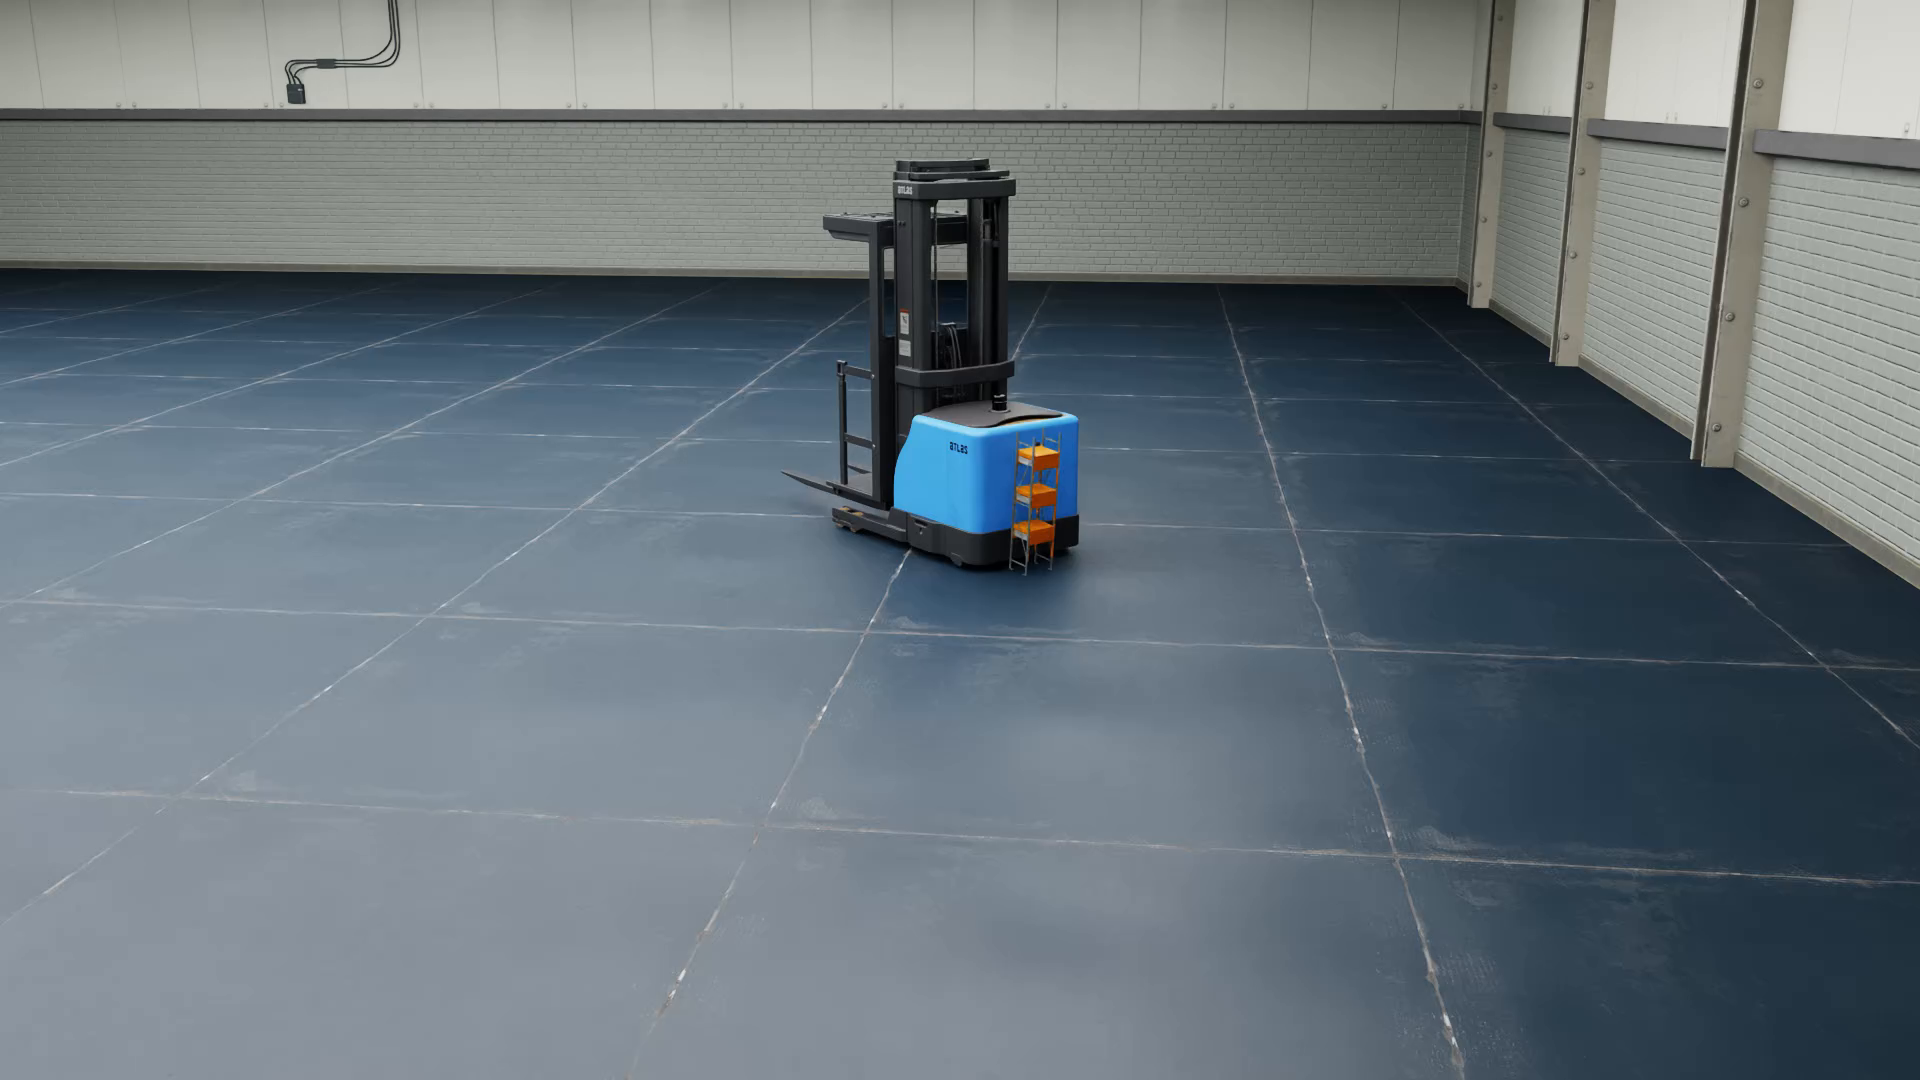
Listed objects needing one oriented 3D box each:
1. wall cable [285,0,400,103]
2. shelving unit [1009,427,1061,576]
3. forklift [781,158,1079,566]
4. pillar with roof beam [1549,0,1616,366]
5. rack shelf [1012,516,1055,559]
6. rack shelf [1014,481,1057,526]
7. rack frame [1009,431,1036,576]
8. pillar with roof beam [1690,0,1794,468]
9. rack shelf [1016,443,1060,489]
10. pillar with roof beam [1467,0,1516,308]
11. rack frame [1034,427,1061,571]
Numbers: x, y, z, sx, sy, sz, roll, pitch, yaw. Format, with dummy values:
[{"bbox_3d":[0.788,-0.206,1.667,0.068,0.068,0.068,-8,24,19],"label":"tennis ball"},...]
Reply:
[{"bbox_3d":[-11.670,-11.206,30.848,2.305,6.003,0.169,2,15,6],"label":"wall cable"},{"bbox_3d":[0.547,-0.279,12.152,0.252,1.050,0.215,-12,23,-36],"label":"shelving unit"},{"bbox_3d":[-0.384,-1.545,13.263,1.130,2.935,3.031,-11,19,-36],"label":"forklift"},{"bbox_3d":[3.597,-6.765,20.942,9.100,9.000,0.400,2,15,6],"label":"pillar with roof beam"},{"bbox_3d":[0.533,-0.006,12.244,0.240,0.259,0.215,-12,23,-36],"label":"rack shelf"},{"bbox_3d":[0.546,-0.269,12.155,0.240,0.259,0.215,-12,23,-36],"label":"rack shelf"},{"bbox_3d":[0.450,-0.259,12.080,0.008,1.050,0.200,-12,23,-36],"label":"rack frame"},{"bbox_3d":[2.920,-5.209,15.187,9.100,9.000,0.400,2,15,6],"label":"pillar with roof beam"},{"bbox_3d":[0.559,-0.537,12.065,0.240,0.259,0.215,-12,23,-36],"label":"rack shelf"},{"bbox_3d":[4.274,-8.321,26.697,9.100,9.000,0.400,2,15,6],"label":"pillar with roof beam"},{"bbox_3d":[0.643,-0.298,12.224,0.008,1.050,0.200,-12,23,-36],"label":"rack frame"}]
